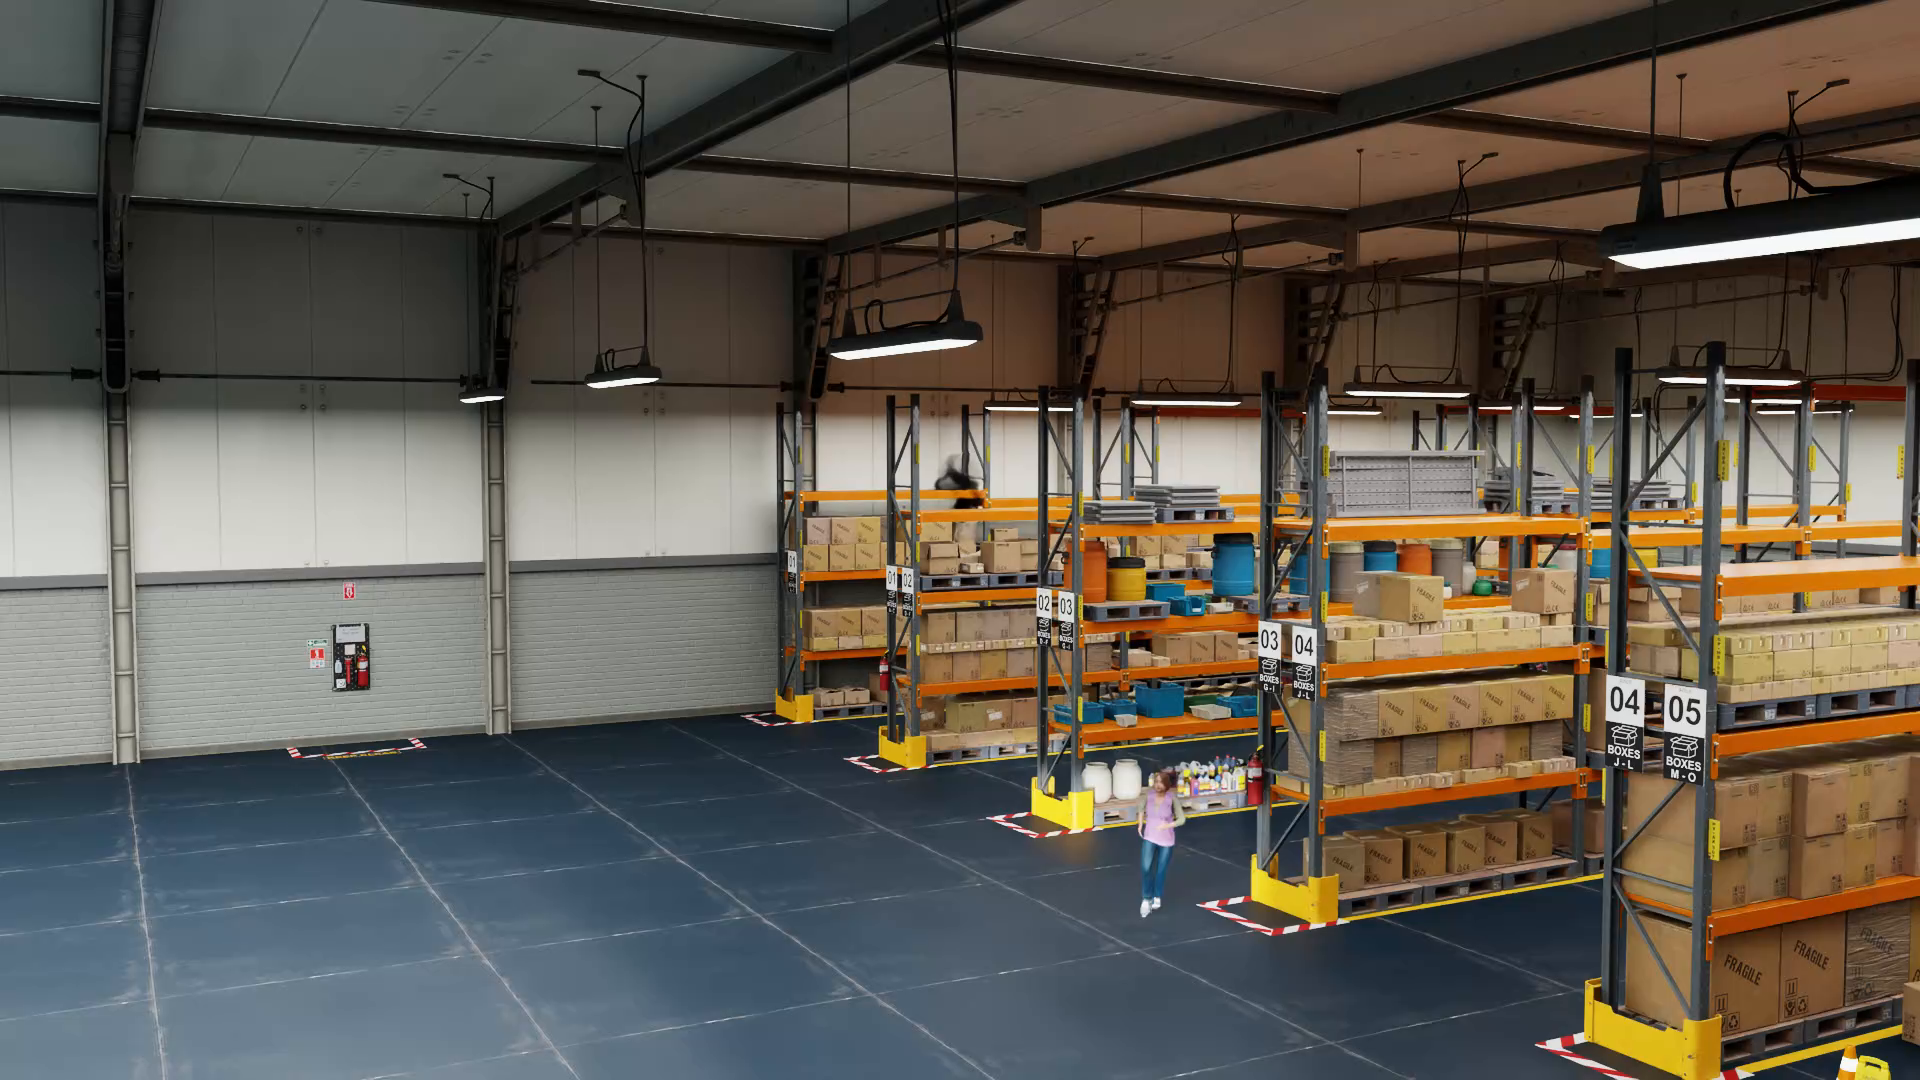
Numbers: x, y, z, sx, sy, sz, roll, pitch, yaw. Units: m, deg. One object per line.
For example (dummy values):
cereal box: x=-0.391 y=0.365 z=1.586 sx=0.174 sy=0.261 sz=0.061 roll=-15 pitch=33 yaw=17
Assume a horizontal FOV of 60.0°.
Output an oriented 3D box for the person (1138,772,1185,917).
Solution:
person: x=2.205 y=3.333 z=18.280 sx=0.558 sy=1.600 sz=0.602 roll=1 pitch=3 yaw=18

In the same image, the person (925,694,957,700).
person: x=-0.351 y=2.344 z=29.041 sx=1.003 sy=1.773 sz=0.656 roll=-2 pitch=4 yaw=-33
